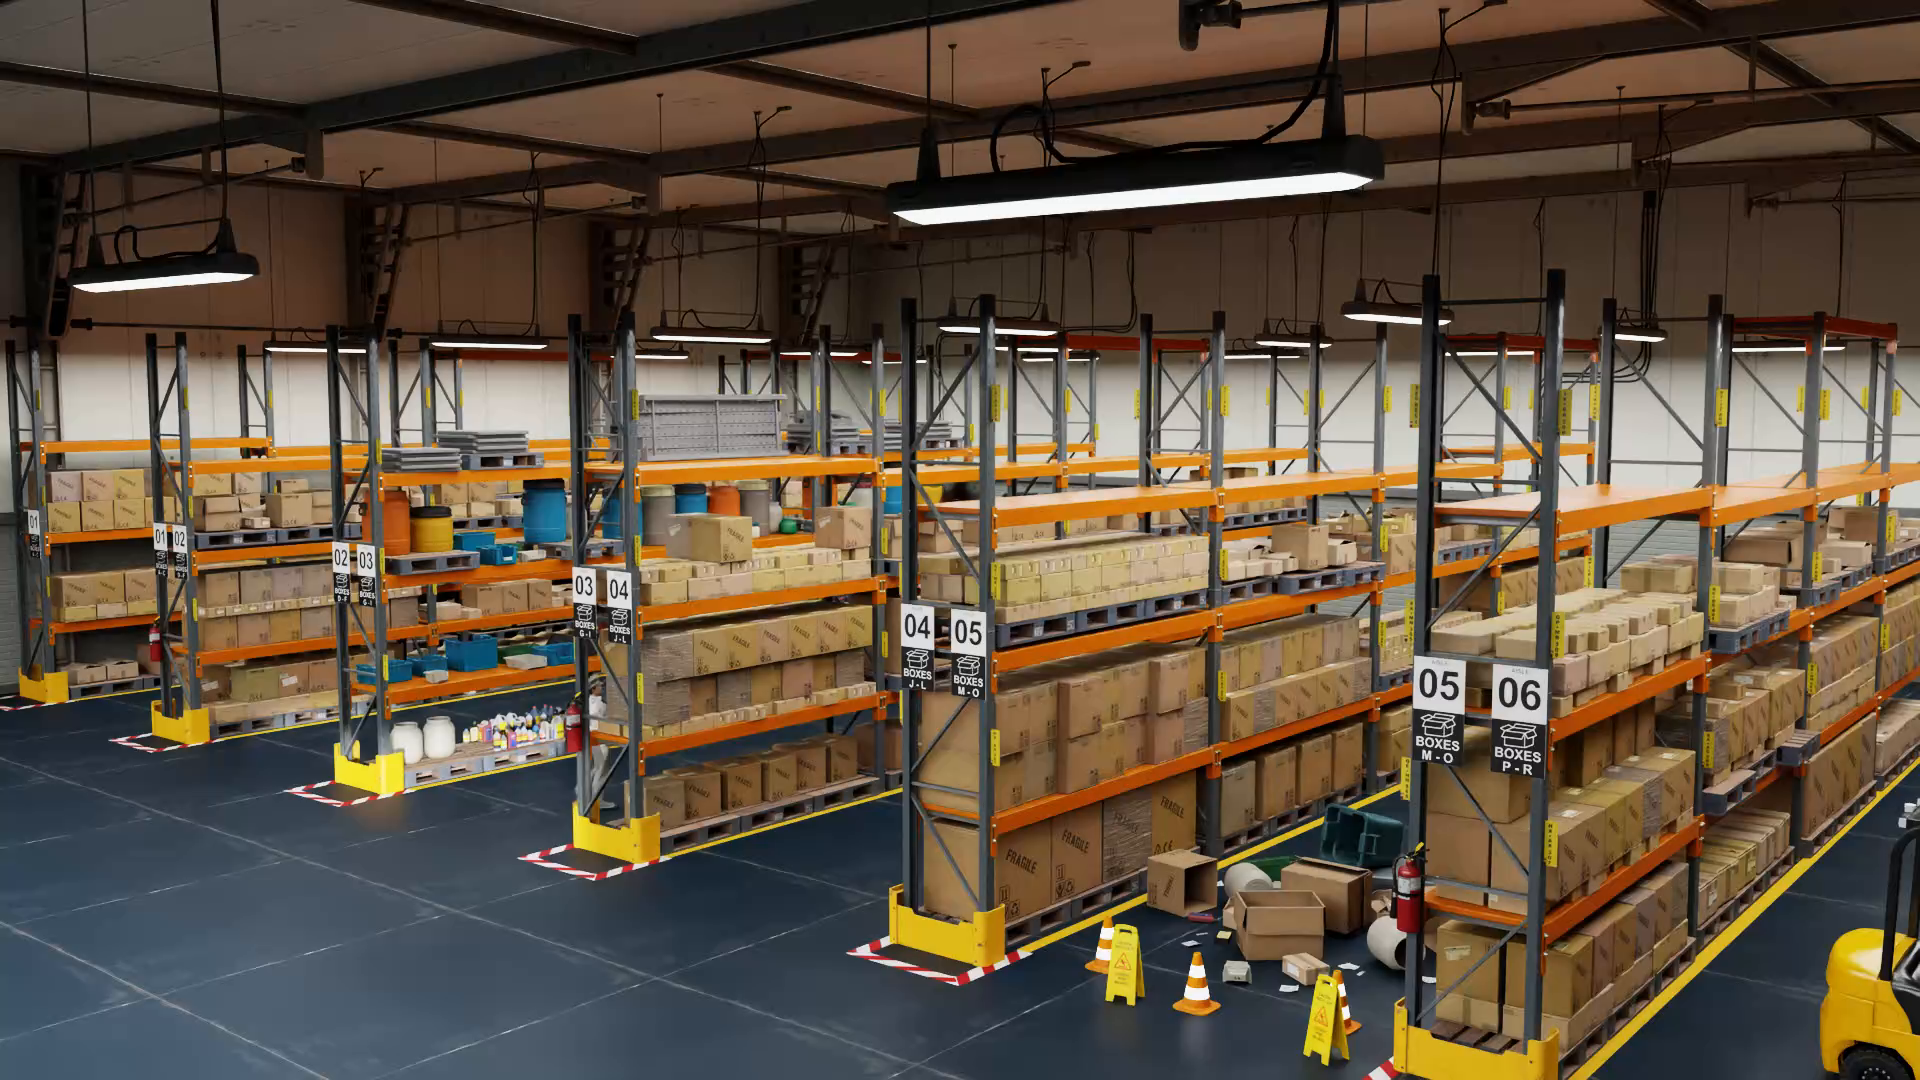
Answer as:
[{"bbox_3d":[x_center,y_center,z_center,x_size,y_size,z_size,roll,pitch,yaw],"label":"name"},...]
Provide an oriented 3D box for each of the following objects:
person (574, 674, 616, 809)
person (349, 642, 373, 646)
[{"bbox_3d":[-4.499,2.474,20.433,0.496,1.686,0.495,-1,5,-16],"label":"person"},{"bbox_3d":[-10.361,1.727,28.893,0.623,1.758,0.571,-2,6,-21],"label":"person"}]
